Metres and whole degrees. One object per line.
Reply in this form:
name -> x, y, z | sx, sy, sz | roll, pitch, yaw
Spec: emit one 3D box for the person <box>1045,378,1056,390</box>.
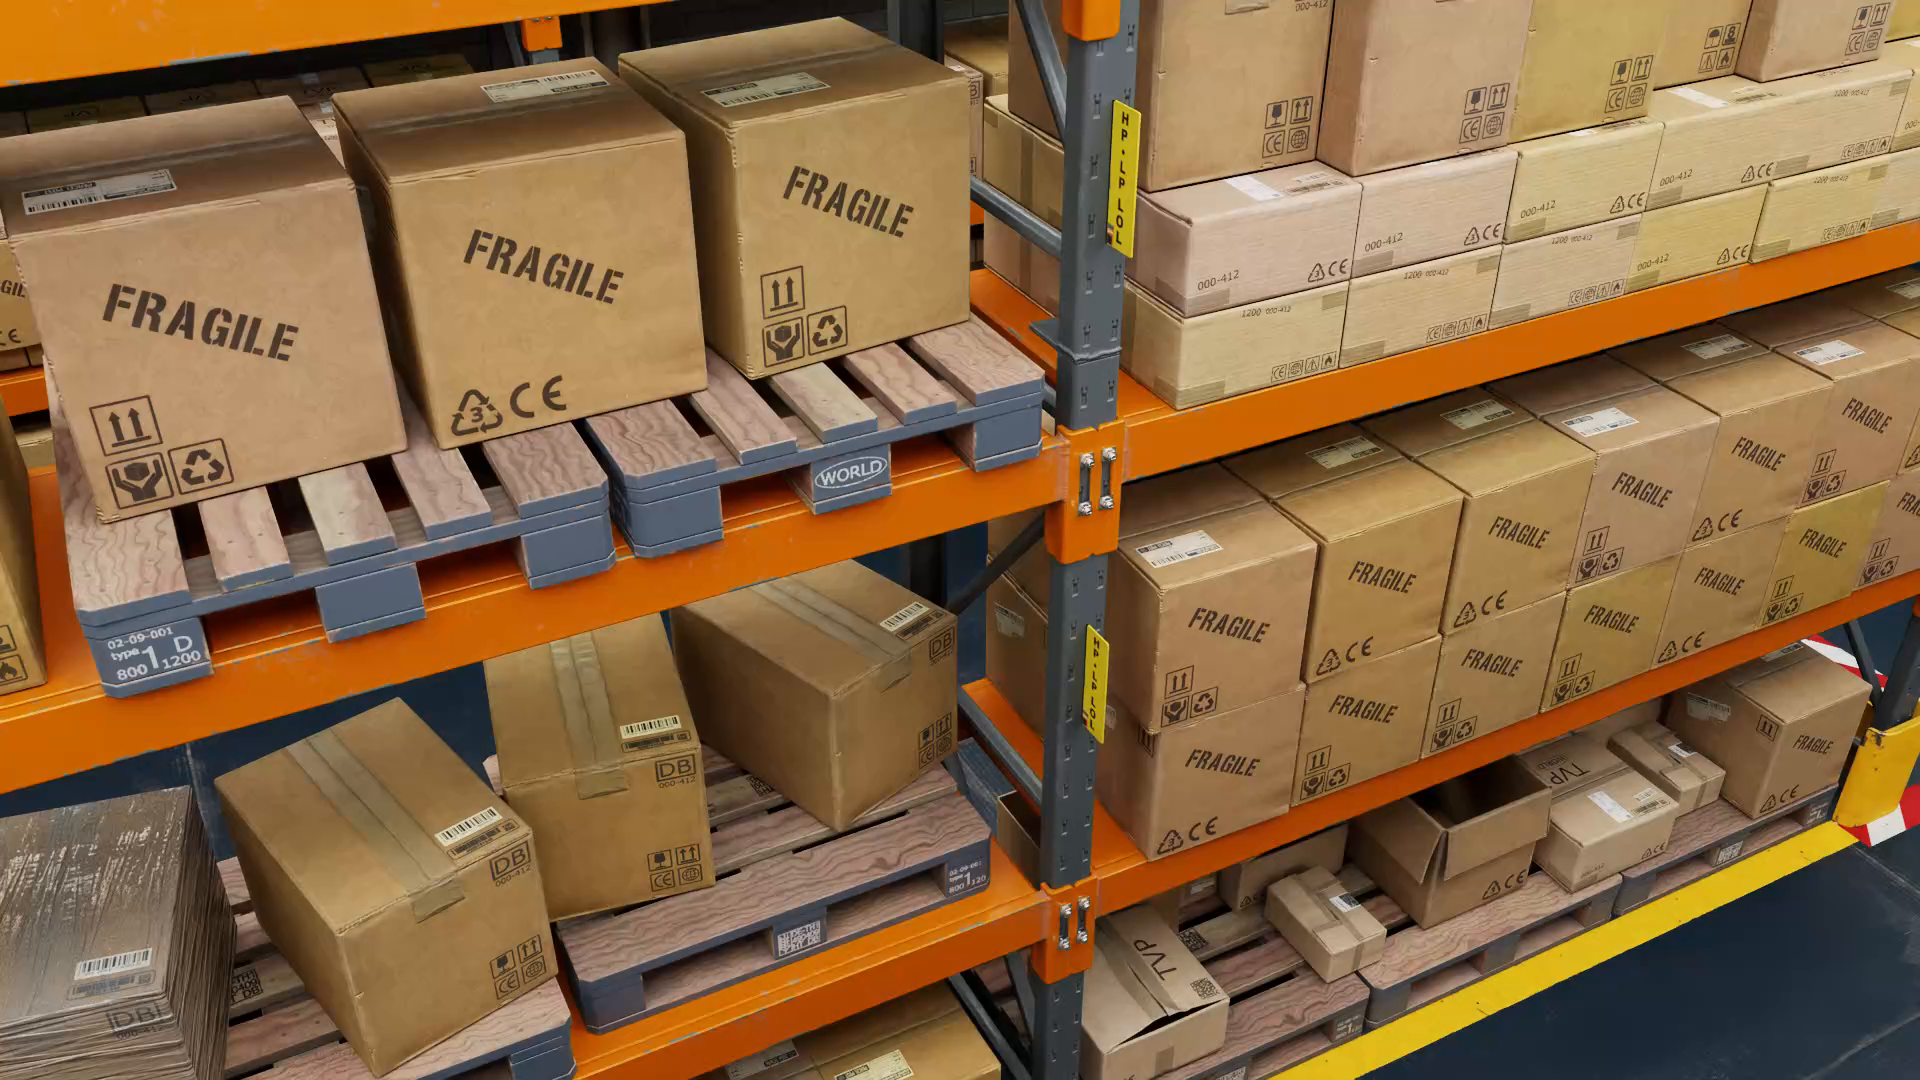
person -> 0.530, -0.799, 8.402 | 0.649, 1.772, 0.429 | -18, 37, -26
